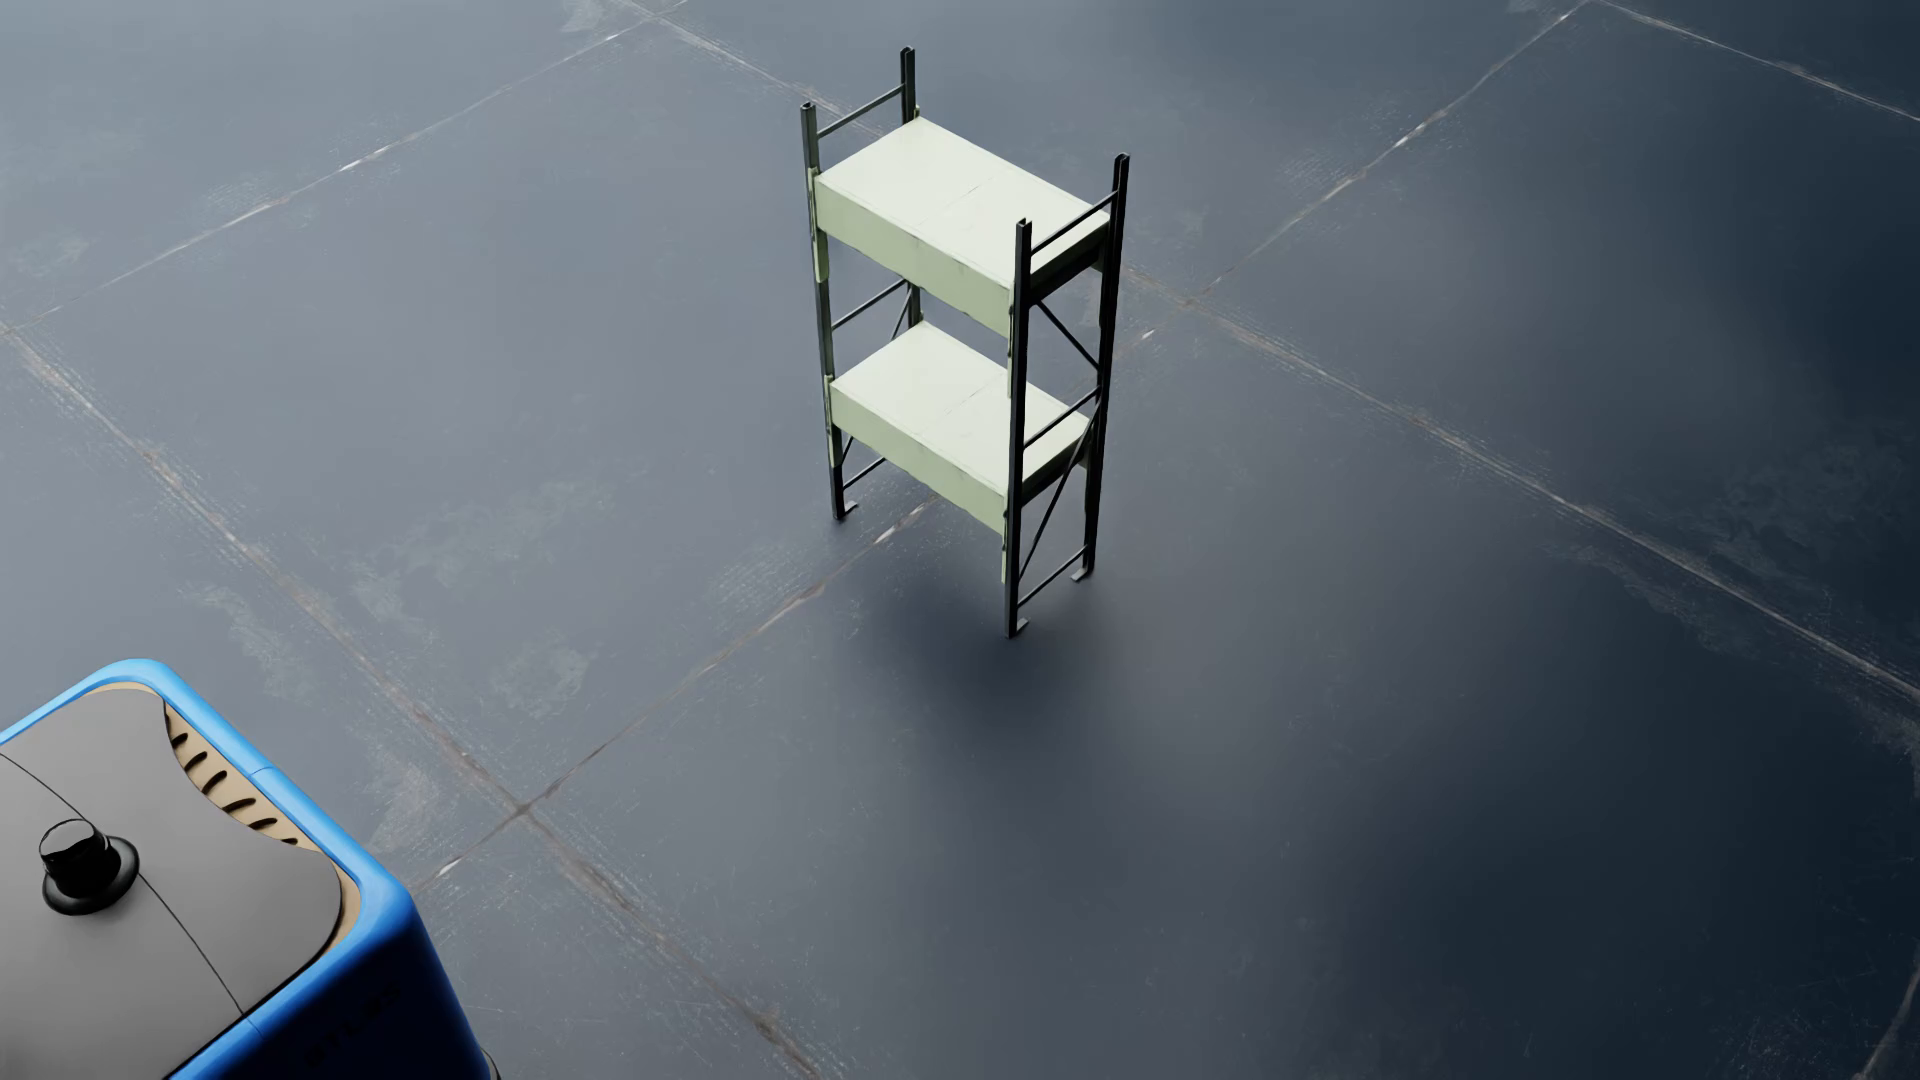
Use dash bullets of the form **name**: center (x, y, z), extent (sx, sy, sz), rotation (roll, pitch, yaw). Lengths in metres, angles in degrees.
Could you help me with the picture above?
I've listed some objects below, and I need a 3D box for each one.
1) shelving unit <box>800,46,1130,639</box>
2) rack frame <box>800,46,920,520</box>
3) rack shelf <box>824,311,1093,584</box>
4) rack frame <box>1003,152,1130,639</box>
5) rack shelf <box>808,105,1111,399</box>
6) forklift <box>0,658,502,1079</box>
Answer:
- **shelving unit**: center (0.005, -0.510, 4.700), extent (0.755, 1.500, 0.431), rotation (34, 55, 28)
- **rack frame**: center (-0.264, -0.691, 4.870), extent (0.023, 1.500, 0.400), rotation (34, 55, 28)
- **rack shelf**: center (0.005, -0.287, 4.938), extent (0.720, 0.370, 0.431), rotation (34, 55, 28)
- **rack frame**: center (0.274, -0.329, 4.530), extent (0.023, 1.500, 0.400), rotation (34, 55, 28)
- **rack shelf**: center (0.005, -0.777, 4.416), extent (0.720, 0.370, 0.431), rotation (34, 55, 28)
- **forklift**: center (-2.367, 1.004, 2.297), extent (1.130, 2.935, 3.031), rotation (32, 55, 26)
